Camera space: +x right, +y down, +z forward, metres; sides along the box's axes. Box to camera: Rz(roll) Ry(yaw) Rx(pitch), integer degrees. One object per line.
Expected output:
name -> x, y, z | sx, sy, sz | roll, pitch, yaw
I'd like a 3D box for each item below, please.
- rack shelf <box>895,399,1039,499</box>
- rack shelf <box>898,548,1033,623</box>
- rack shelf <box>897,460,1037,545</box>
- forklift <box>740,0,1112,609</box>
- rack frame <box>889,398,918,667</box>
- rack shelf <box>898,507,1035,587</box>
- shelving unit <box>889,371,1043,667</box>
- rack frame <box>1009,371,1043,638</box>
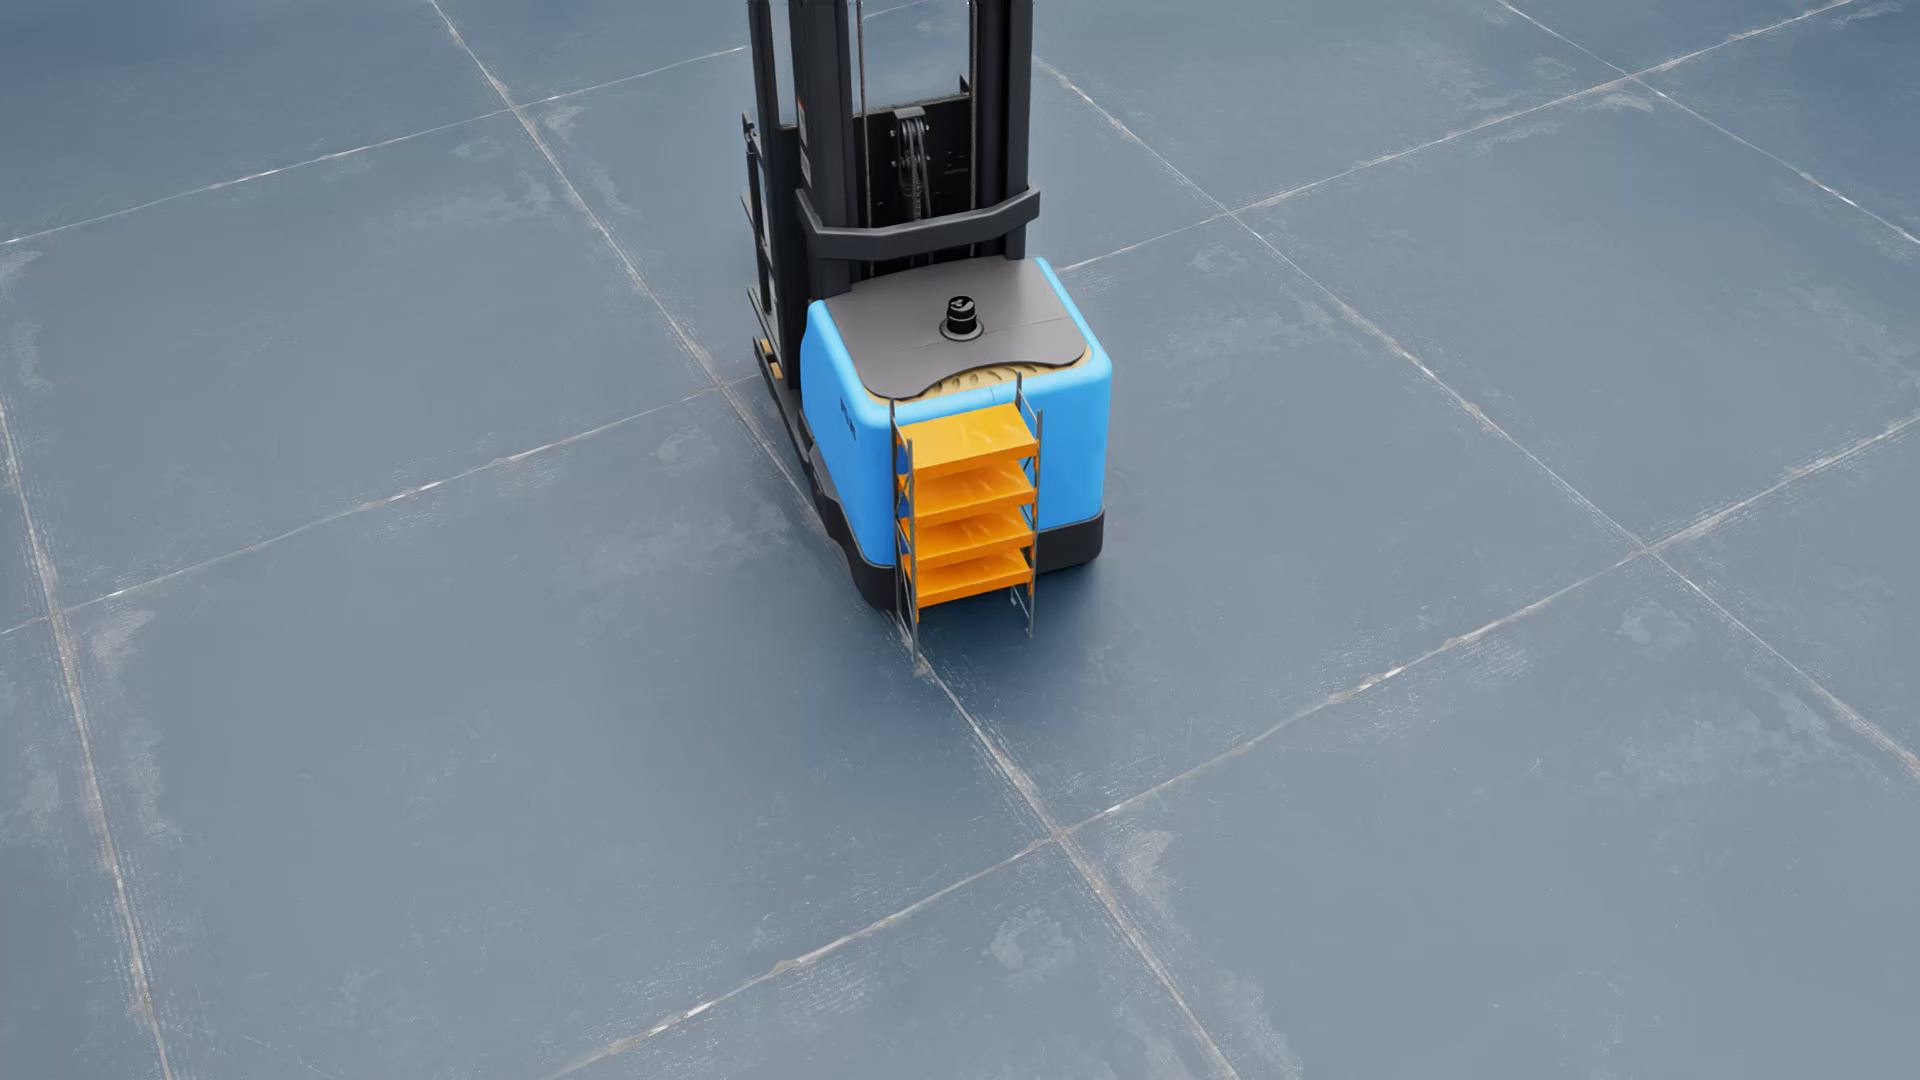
rack shelf -> 0.020, -0.337, 6.100 | 0.480, 0.148, 0.258 | -13, 46, -13
rack shelf -> 0.020, 0.134, 6.561 | 0.480, 0.148, 0.258 | -13, 46, -13
rack shelf -> 0.020, -0.168, 6.266 | 0.480, 0.148, 0.258 | -13, 46, -13
forklift -> -0.350, -1.813, 6.943 | 1.130, 2.935, 3.031 | -13, 46, -13
rack frame -> -0.211, -0.002, 6.319 | 0.015, 1.200, 0.240 | -13, 46, -13
rack shelf -> 0.020, -0.008, 6.422 | 0.480, 0.148, 0.258 | -13, 46, -13
shelving unit -> 0.020, -0.056, 6.375 | 0.503, 1.200, 0.258 | -13, 46, -13
rack frame -> 0.251, -0.110, 6.431 | 0.015, 1.200, 0.240 | -13, 46, -13
